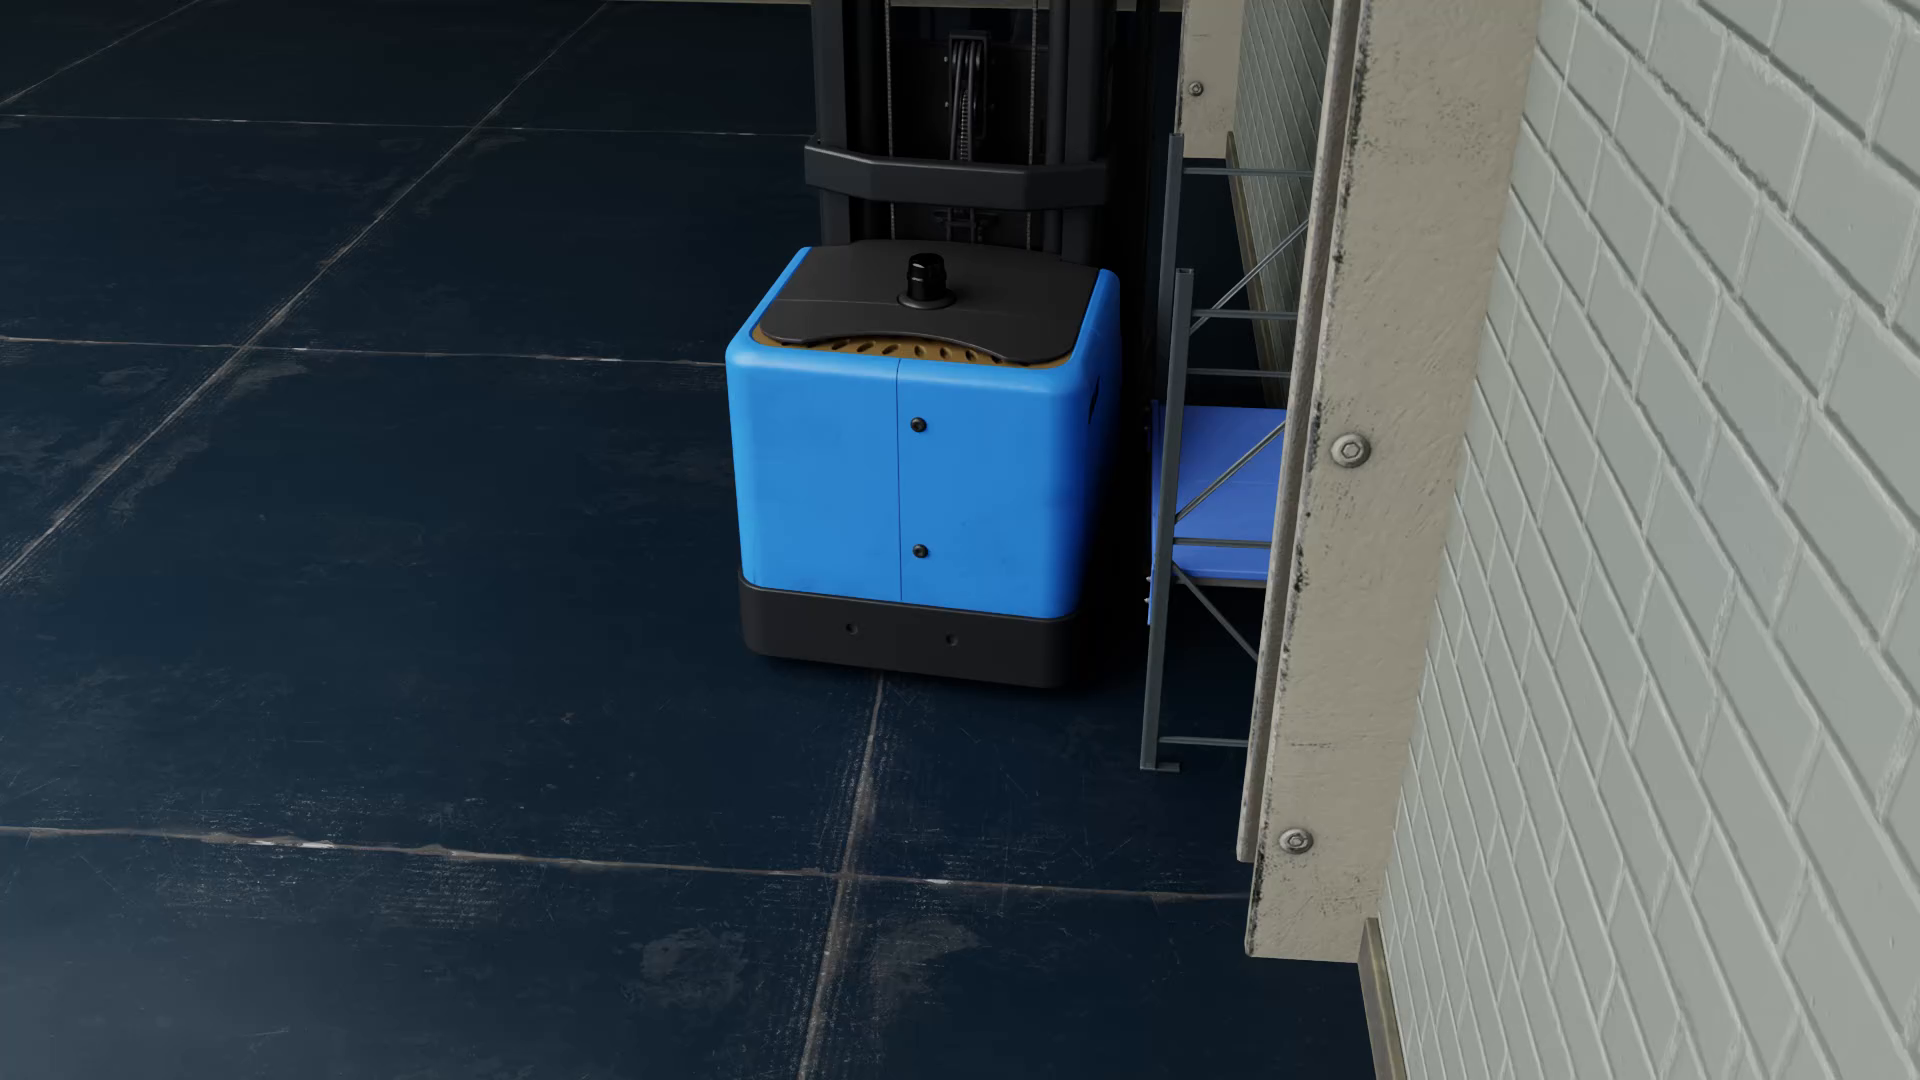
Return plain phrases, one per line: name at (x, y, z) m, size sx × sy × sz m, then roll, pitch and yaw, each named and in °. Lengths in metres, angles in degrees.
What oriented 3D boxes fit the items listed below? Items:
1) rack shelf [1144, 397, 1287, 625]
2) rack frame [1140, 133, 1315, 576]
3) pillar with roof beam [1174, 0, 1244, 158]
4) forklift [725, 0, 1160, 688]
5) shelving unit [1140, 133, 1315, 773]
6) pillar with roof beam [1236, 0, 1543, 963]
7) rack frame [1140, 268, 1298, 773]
rack shelf at (0.805, -0.097, 4.821) m, size 0.538 × 0.185 × 1.000 m, roll 3°, pitch 32°, yaw 4°
rack frame at (0.852, -0.516, 5.157) m, size 0.500 × 1.500 × 0.032 m, roll 3°, pitch 32°, yaw 4°
pillar with roof beam at (-2.929, -6.226, 7.276) m, size 9.100 × 9.000 × 0.400 m, roll 2°, pitch 32°, yaw 4°
forklift at (0.122, -1.571, 5.506) m, size 1.130 × 2.935 × 3.031 m, roll 6°, pitch 32°, yaw 10°
shelving unit at (0.805, -0.250, 4.726) m, size 0.538 × 1.500 × 1.048 m, roll 3°, pitch 32°, yaw 4°
pillar with roof beam at (-3.417, -3.089, 2.185) m, size 9.100 × 9.000 × 0.400 m, roll 2°, pitch 32°, yaw 4°
rack frame at (0.759, 0.016, 4.295) m, size 0.500 × 1.500 × 0.032 m, roll 3°, pitch 32°, yaw 4°
